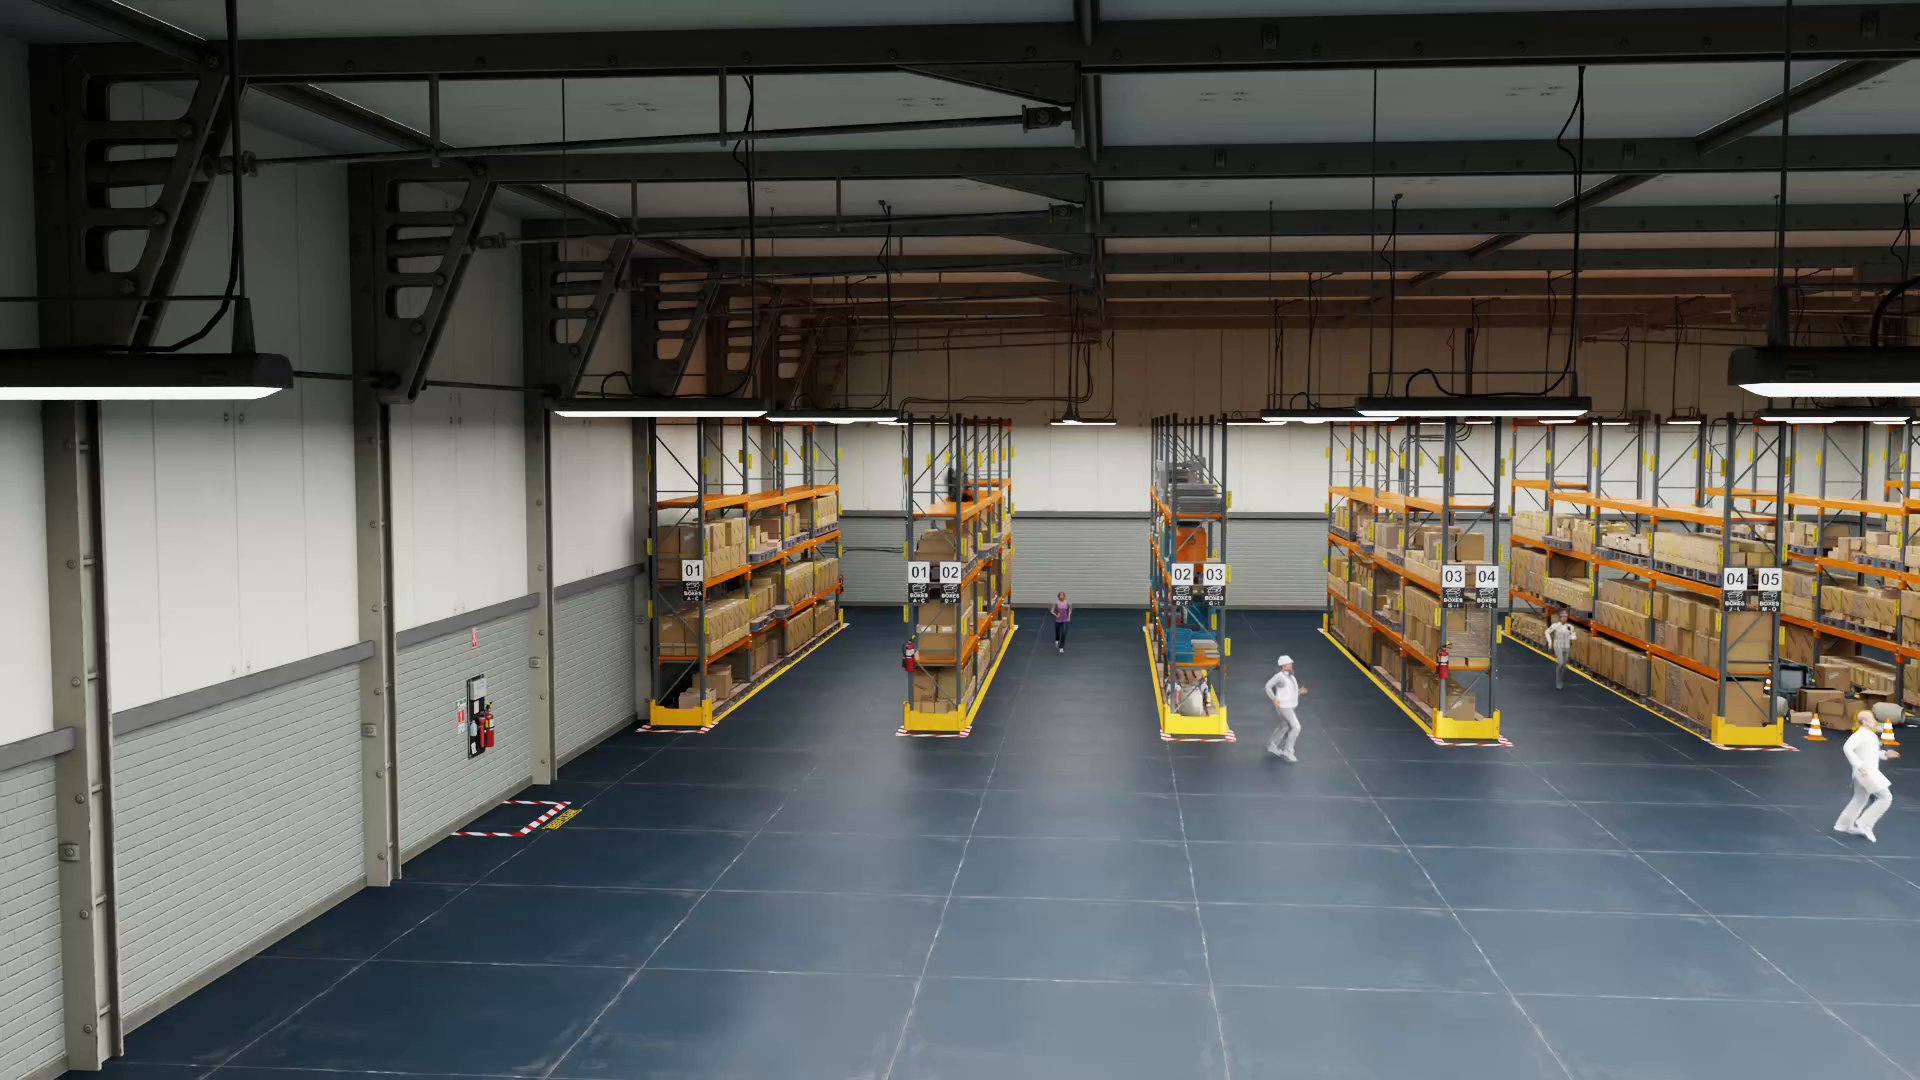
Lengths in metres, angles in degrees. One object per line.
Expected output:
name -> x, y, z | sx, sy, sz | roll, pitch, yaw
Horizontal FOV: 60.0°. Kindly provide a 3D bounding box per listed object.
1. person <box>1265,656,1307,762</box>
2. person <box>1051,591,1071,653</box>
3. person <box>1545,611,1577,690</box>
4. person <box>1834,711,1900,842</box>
person -> 5.628, 2.911, 28.706 | 0.753, 1.831, 0.627 | 2, 5, 32
person -> 2.586, 2.085, 42.489 | 0.545, 1.558, 0.632 | 0, 4, -6
person -> 13.230, 2.419, 36.597 | 0.541, 1.749, 0.732 | 0, 4, -2
person -> 12.629, 3.282, 23.144 | 0.773, 1.800, 0.673 | 2, 4, 26
